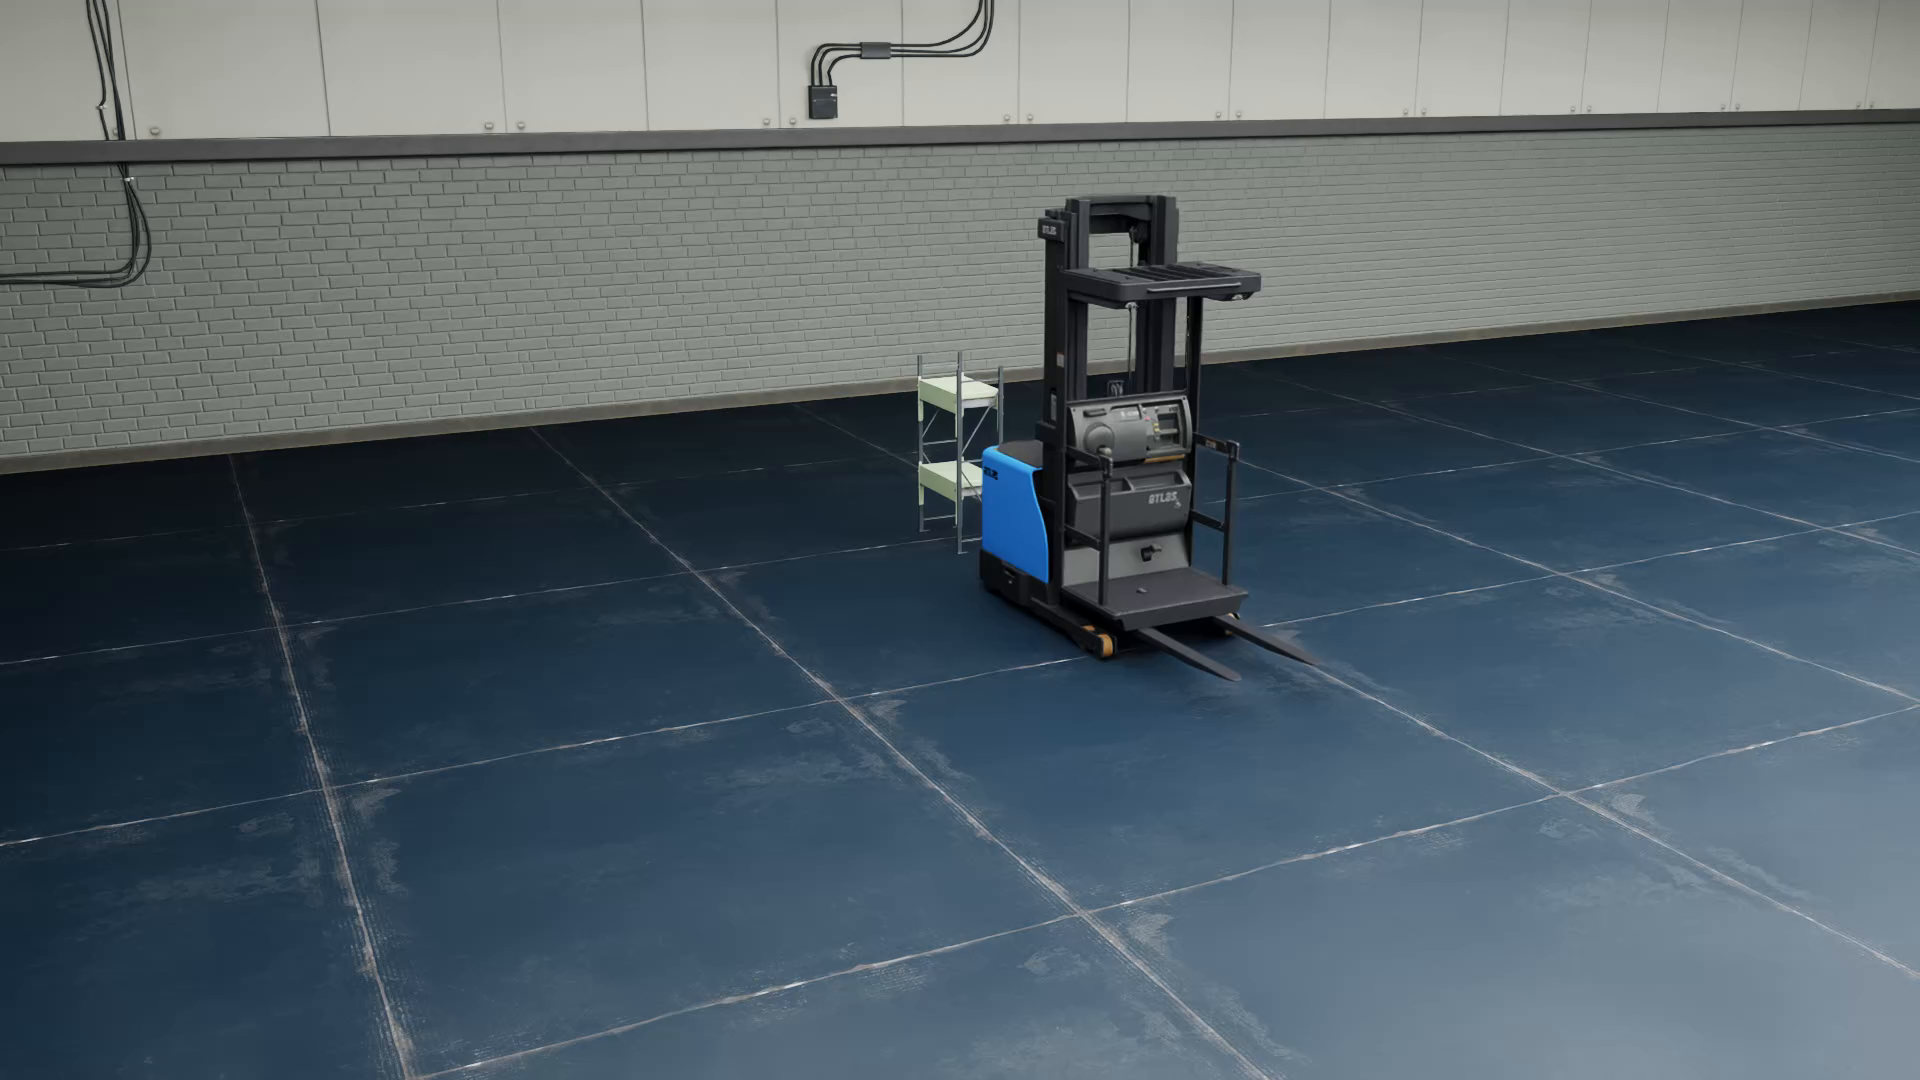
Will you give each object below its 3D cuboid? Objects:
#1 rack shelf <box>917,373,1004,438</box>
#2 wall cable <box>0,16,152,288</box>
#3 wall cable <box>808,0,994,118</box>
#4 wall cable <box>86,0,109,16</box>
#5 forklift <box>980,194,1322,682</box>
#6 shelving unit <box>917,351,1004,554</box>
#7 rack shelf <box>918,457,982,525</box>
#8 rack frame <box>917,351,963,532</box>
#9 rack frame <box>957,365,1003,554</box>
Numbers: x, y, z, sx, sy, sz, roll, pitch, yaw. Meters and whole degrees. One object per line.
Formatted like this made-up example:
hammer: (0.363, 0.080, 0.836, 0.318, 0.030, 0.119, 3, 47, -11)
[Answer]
rack shelf: (-0.003, -1.098, 13.442, 0.431, 0.370, 0.720, -8, 18, -25)
wall cable: (-9.163, -3.457, 15.113, 3.097, 2.526, 0.112, -8, 18, -25)
wall cable: (-0.622, -7.728, 18.199, 2.305, 6.003, 0.169, -8, 18, -25)
wall cable: (-6.731, -6.212, 15.555, 3.097, 2.526, 0.112, -8, 18, -25)
forklift: (1.262, -0.762, 11.092, 1.130, 2.935, 3.031, -8, 18, -26)
shelving unit: (-0.003, -0.723, 13.550, 0.431, 1.500, 0.755, -8, 18, -25)
rack shelf: (-0.003, -0.409, 13.639, 0.431, 0.370, 0.720, -8, 18, -25)
rack frame: (-0.163, -0.813, 13.866, 0.400, 1.500, 0.023, -8, 18, -25)
rack frame: (0.157, -0.632, 13.233, 0.400, 1.500, 0.023, -8, 18, -25)
